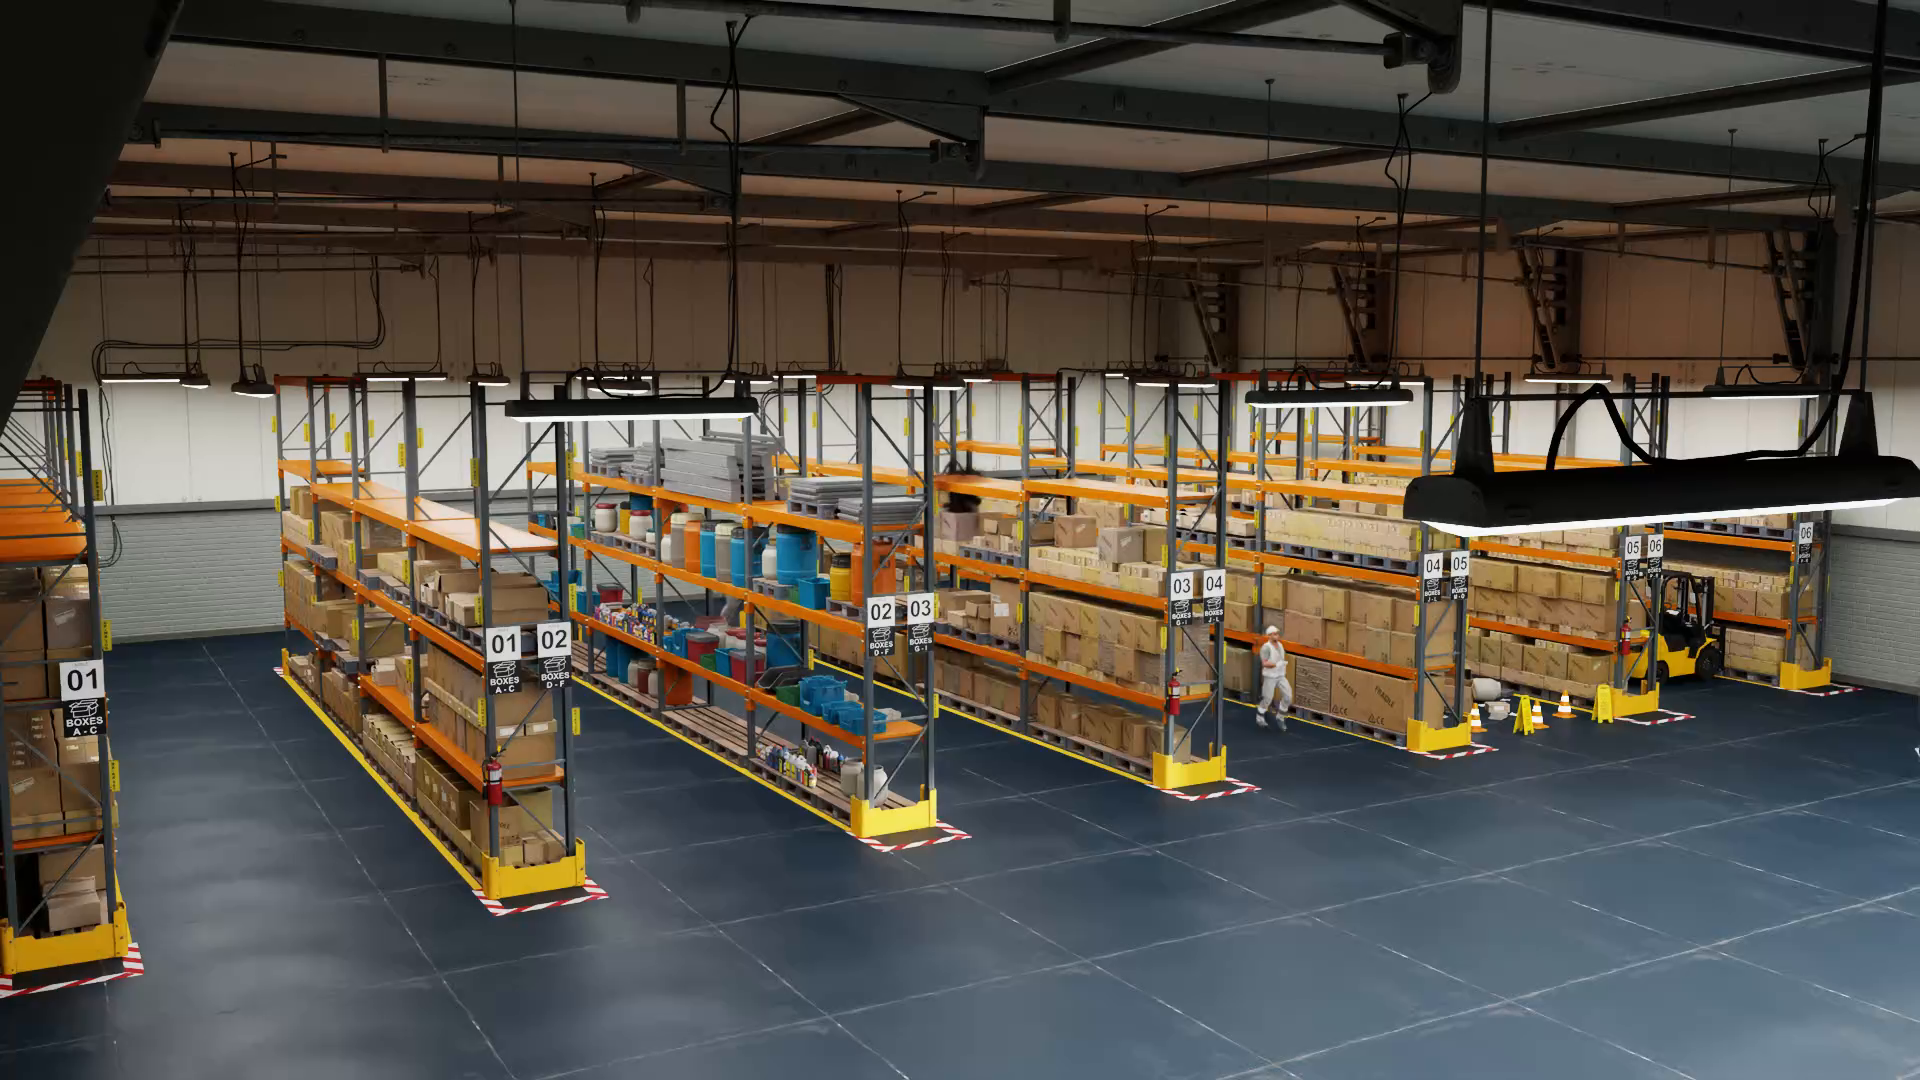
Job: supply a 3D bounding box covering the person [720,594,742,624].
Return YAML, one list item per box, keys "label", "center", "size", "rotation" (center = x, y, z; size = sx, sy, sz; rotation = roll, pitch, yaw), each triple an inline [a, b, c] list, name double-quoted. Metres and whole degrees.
- label: "person"
  center: [-5.440, 1.189, 39.512]
  size: [0.676, 1.707, 0.571]
  rotation: [-2, 7, -20]

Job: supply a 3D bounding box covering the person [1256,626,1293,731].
- label: "person"
  center: [5.350, 2.360, 28.232]
  size: [0.645, 1.820, 0.734]
  rotation: [-4, 7, -31]
